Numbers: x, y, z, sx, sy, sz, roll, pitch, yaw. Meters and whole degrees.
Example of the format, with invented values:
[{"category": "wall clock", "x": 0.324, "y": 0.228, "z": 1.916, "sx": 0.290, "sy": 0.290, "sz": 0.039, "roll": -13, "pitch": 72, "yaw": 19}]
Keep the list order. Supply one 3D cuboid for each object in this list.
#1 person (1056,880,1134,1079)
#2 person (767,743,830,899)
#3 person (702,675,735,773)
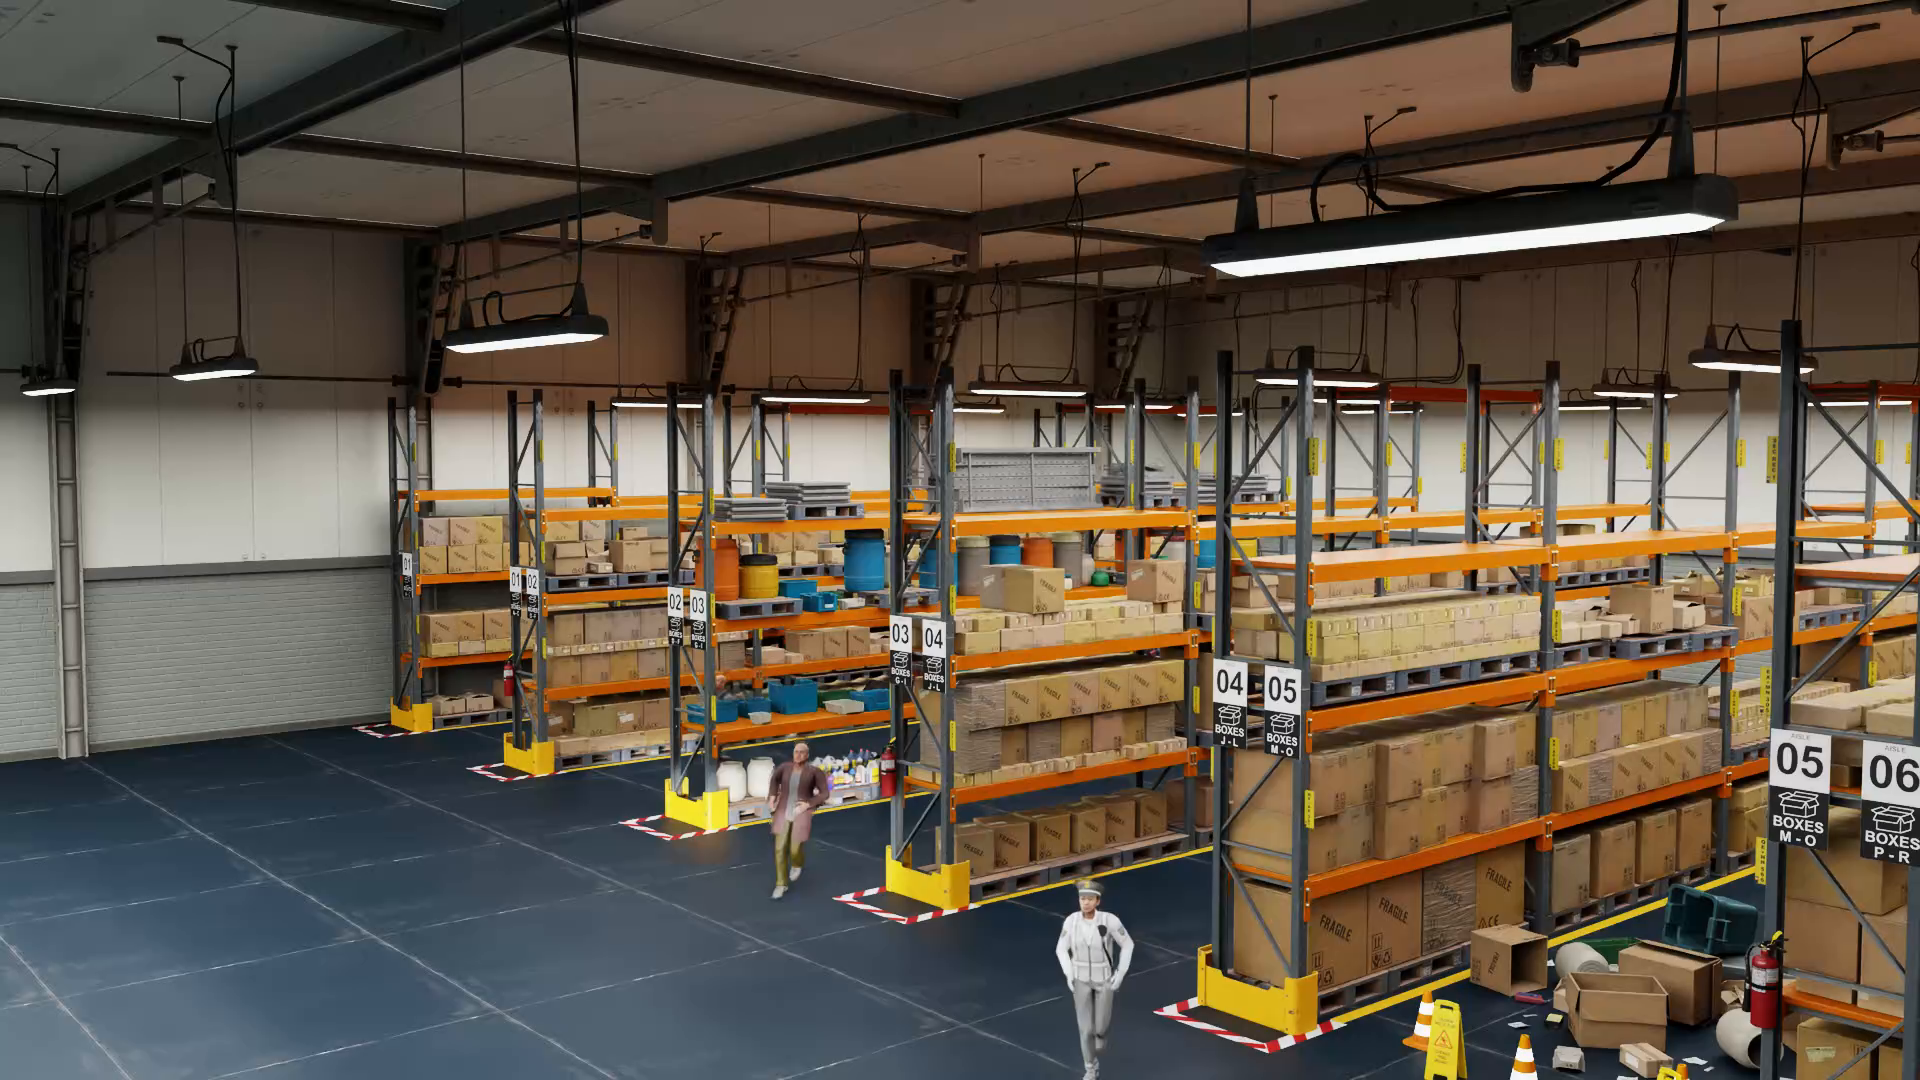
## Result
[{"category": "person", "x": 1.084, "y": 3.554, "z": 13.455, "sx": 0.627, "sy": 1.669, "sz": 0.573, "roll": 1, "pitch": 3, "yaw": 13}, {"category": "person", "x": -1.873, "y": 3.195, "z": 19.185, "sx": 0.738, "sy": 1.743, "sz": 0.819, "roll": 1, "pitch": 3, "yaw": 15}, {"category": "person", "x": -3.608, "y": 2.864, "z": 25.062, "sx": 0.662, "sy": 1.675, "sz": 0.641, "roll": 3, "pitch": 4, "yaw": 39}]
